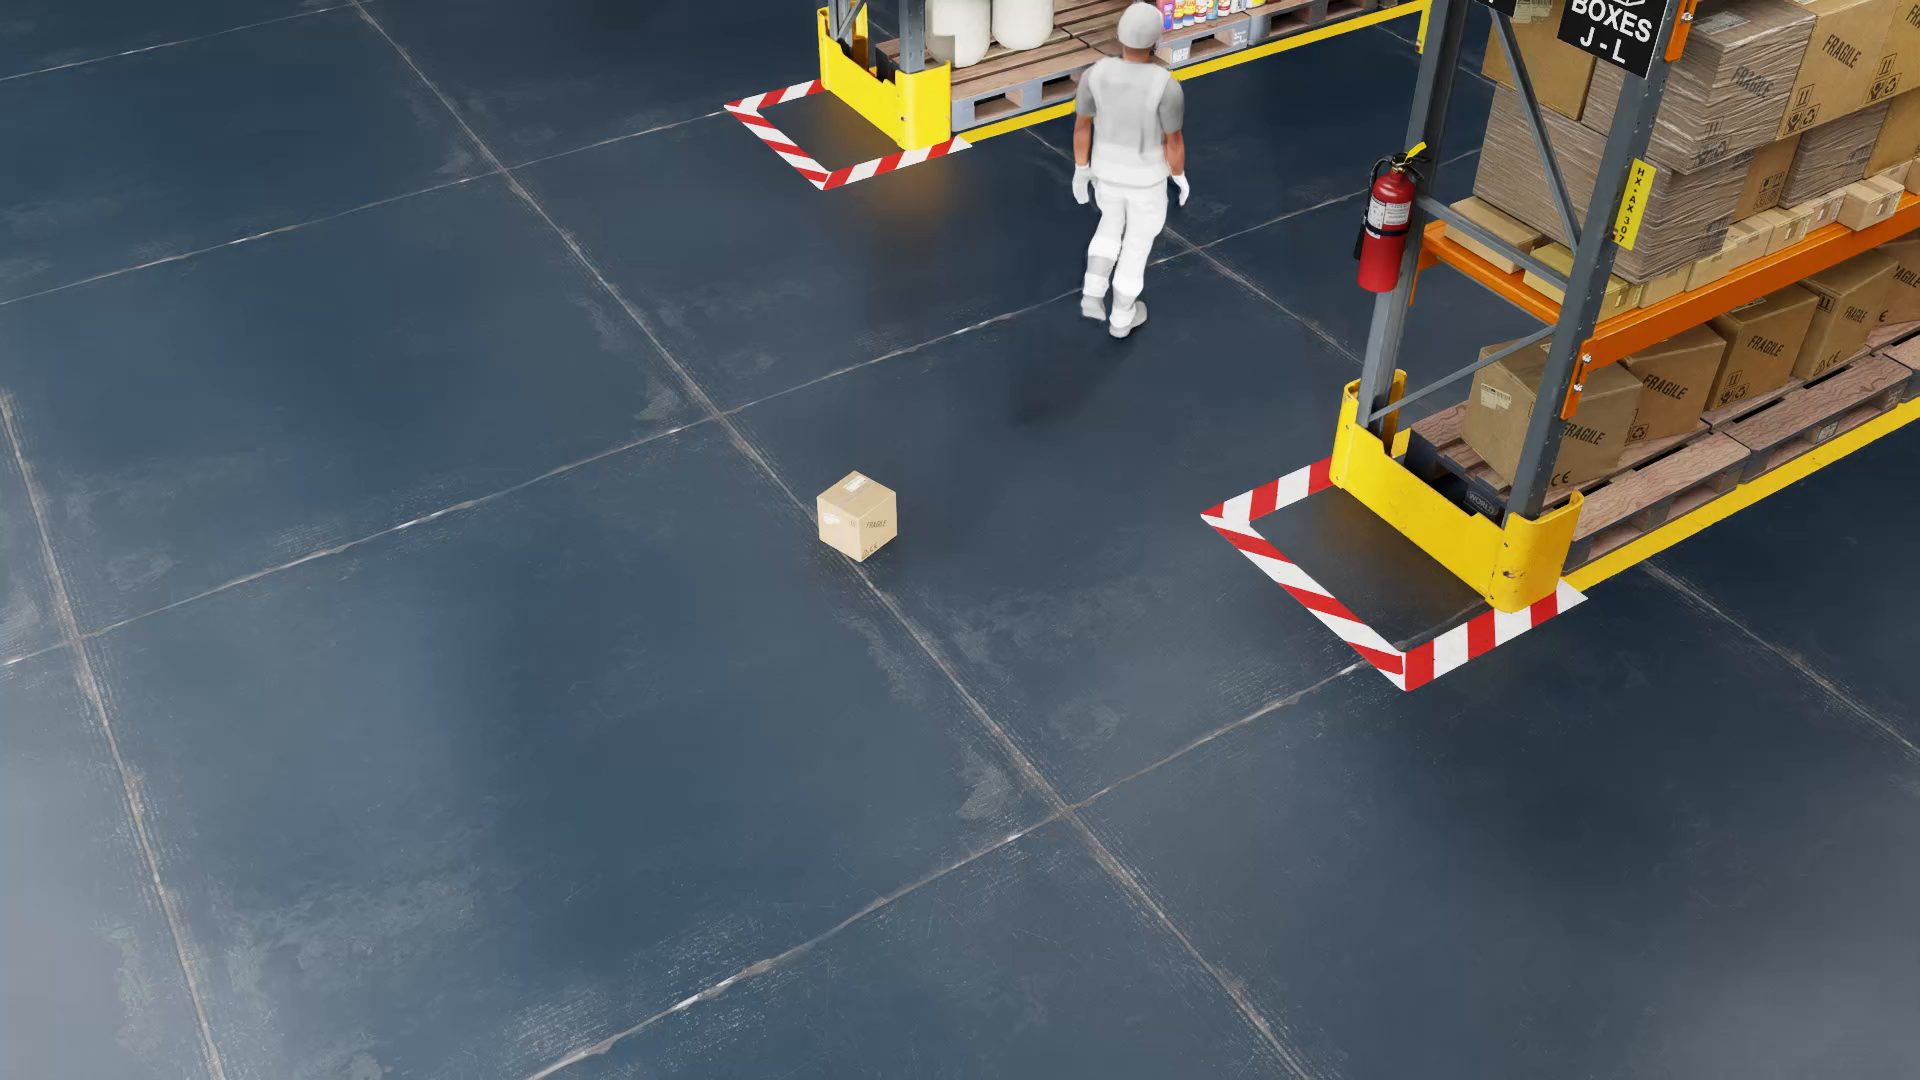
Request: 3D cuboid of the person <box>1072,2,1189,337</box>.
[{"bbox_3d":[0.868,-1.831,8.258,0.552,1.792,0.455,20,44,21],"label":"person"}]
